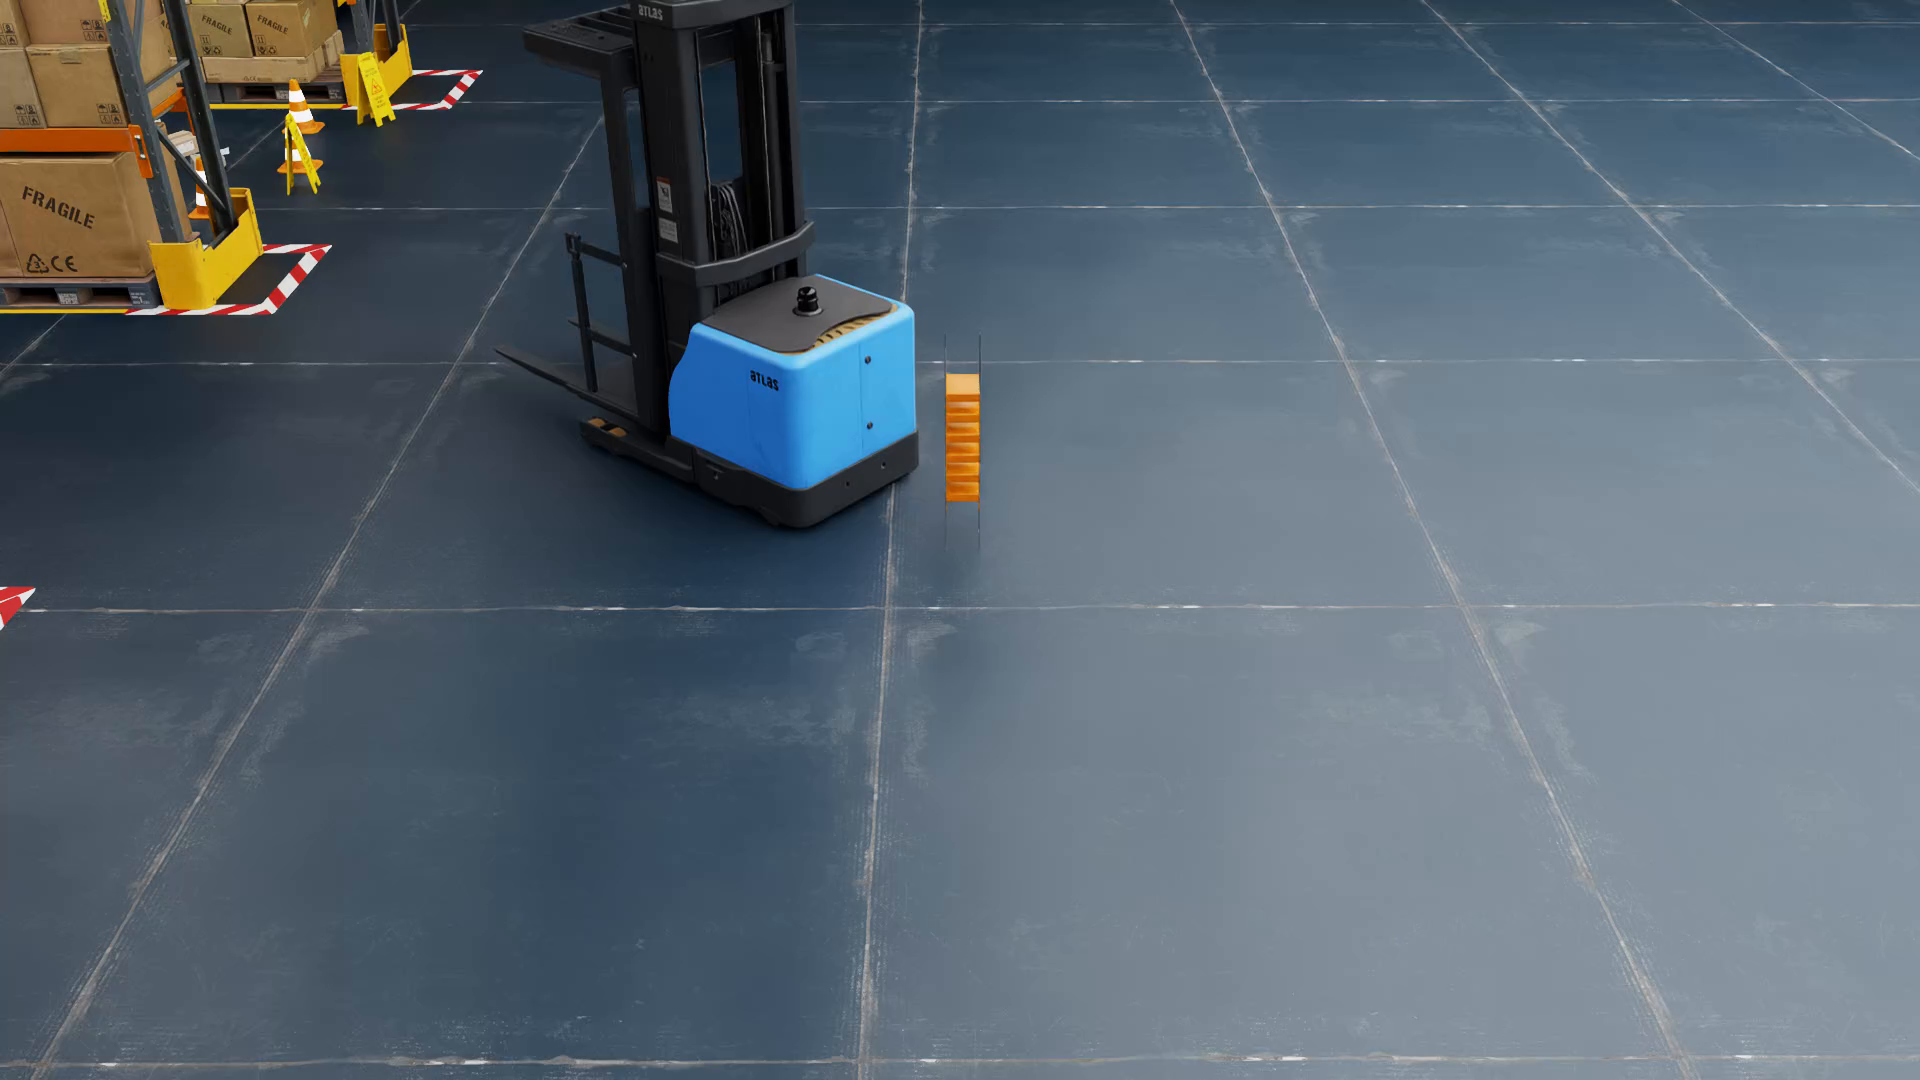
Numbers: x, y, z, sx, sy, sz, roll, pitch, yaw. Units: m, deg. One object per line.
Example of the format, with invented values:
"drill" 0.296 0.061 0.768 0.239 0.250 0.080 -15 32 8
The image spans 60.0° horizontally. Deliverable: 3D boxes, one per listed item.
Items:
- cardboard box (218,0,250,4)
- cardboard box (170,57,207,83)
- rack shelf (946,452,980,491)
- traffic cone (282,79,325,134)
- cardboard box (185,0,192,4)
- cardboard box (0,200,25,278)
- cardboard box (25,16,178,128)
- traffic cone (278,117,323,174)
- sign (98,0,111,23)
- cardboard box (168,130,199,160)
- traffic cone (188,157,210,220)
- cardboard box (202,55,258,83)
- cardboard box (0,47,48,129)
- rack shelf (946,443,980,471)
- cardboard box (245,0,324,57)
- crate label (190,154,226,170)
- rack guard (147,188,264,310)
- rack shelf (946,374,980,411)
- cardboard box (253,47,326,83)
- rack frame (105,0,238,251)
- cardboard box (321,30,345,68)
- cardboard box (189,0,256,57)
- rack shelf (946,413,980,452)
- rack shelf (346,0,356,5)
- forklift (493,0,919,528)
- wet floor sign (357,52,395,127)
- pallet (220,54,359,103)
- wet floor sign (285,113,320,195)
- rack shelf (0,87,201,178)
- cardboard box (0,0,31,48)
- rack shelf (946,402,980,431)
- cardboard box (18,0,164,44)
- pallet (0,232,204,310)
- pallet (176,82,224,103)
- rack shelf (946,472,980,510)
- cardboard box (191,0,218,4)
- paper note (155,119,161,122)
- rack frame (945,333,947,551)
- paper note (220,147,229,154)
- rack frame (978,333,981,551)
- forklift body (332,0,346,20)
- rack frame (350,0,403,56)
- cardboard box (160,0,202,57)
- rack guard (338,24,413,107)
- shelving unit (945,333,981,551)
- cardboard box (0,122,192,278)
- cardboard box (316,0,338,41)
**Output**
"cardboard box" -6.906 -5.241 15.894 0.250 0.149 0.380 1 31 1
"cardboard box" -7.588 -4.673 16.305 0.500 0.250 0.500 -1 31 -2
"rack shelf" 0.014 -0.372 9.024 0.180 0.103 0.258 0 31 0
"traffic cone" -6.162 -4.058 15.492 0.334 0.463 0.336 0 31 0
"cardboard box" -7.421 -5.242 15.895 0.250 0.149 0.380 1 31 2
"cardboard box" -7.167 -2.476 12.083 0.875 0.875 0.875 -1 31 -1
"cardboard box" -5.980 -3.285 11.628 0.550 0.550 0.875 0 31 0
"traffic cone" -5.816 -3.483 14.544 0.334 0.463 0.336 0 31 0
"sign" -5.620 -3.560 10.881 0.005 0.325 0.100 0 31 0
"cardboard box" -7.038 -3.542 14.944 0.250 0.149 0.380 16 35 25
"traffic cone" -6.149 -2.896 13.576 0.334 0.463 0.336 0 31 0
"cardboard box" -7.065 -4.677 16.313 0.500 0.250 0.500 0 31 0
"cardboard box" -6.530 -3.272 11.606 0.550 0.550 0.875 0 31 0
"rack shelf" 0.014 -0.475 8.962 0.180 0.103 0.258 0 31 0
"cardboard box" -6.540 -4.999 16.121 0.500 0.500 0.500 0 31 0
"crate label" -6.601 -3.309 14.572 0.298 0.136 0.250 -17 35 -26
"rack guard" -5.585 -2.177 12.356 0.348 0.500 1.175 0 31 0
"rack shelf" 0.014 -0.783 8.775 0.180 0.103 0.258 0 31 0
"cardboard box" -6.571 -4.674 16.309 0.500 0.250 0.500 0 31 -1
"rack frame" -5.609 -3.245 11.707 0.127 3.000 1.000 0 31 0
"cardboard box" -6.548 -4.958 16.775 0.500 0.250 0.500 0 31 -1
"cardboard box" -7.061 -4.996 16.116 0.500 0.500 0.500 1 31 2
"rack shelf" 0.014 -0.578 8.900 0.180 0.103 0.258 0 31 0
"rack shelf" -7.740 -5.499 16.115 4.000 0.370 1.077 0 31 0
"forklift" -1.694 -1.952 9.641 3.031 2.935 1.130 24 38 33
"wet floor sign" -5.544 -4.252 15.635 0.232 0.644 0.267 10 33 17
"pallet" -6.629 -4.636 16.688 1.213 0.211 1.003 0 31 0
"wet floor sign" -5.592 -3.266 14.011 0.232 0.644 0.267 -5 32 -9
"rack shelf" -7.609 -2.932 11.883 4.000 0.370 1.077 0 31 0
"cardboard box" -6.530 -3.740 11.338 0.550 0.550 0.875 0 31 0
"rack shelf" 0.014 -0.680 8.837 0.180 0.103 0.258 0 31 0
"cardboard box" -5.980 -3.790 11.419 0.550 0.550 0.875 0 31 0
"pallet" -6.408 -2.010 12.360 1.213 0.211 1.003 0 31 0
"pallet" -7.846 -4.634 16.684 1.213 0.211 1.003 0 31 0
"rack shelf" 0.014 -0.270 9.086 0.180 0.103 0.258 0 31 0
"cardboard box" -7.158 -5.242 15.895 0.250 0.149 0.380 0 31 1
"paper note" -7.644 -3.949 15.729 0.148 0.019 0.142 -11 33 -17
"rack frame" -0.077 -0.513 8.938 0.006 1.200 0.240 0 31 0
"paper note" -6.673 -3.508 15.002 0.142 0.019 0.148 -11 33 -17
"rack frame" 0.106 -0.513 8.939 0.006 1.200 0.240 0 31 0
"forklift body" -7.659 -7.072 18.833 1.214 2.155 2.313 0 31 0
"rack frame" -5.740 -5.813 15.939 0.127 3.000 1.000 0 31 0
"cardboard box" -7.566 -4.998 16.119 0.500 0.500 0.500 -1 31 -1
"rack guard" -5.816 -4.744 16.587 0.348 0.500 1.175 0 31 0
"shelving unit" 0.014 -0.513 8.939 0.189 1.200 0.258 0 31 0
"cardboard box" -6.287 -2.480 12.089 0.875 0.875 0.875 0 31 0
"cardboard box" -6.572 -5.278 16.580 0.500 0.500 0.500 -1 31 -2
